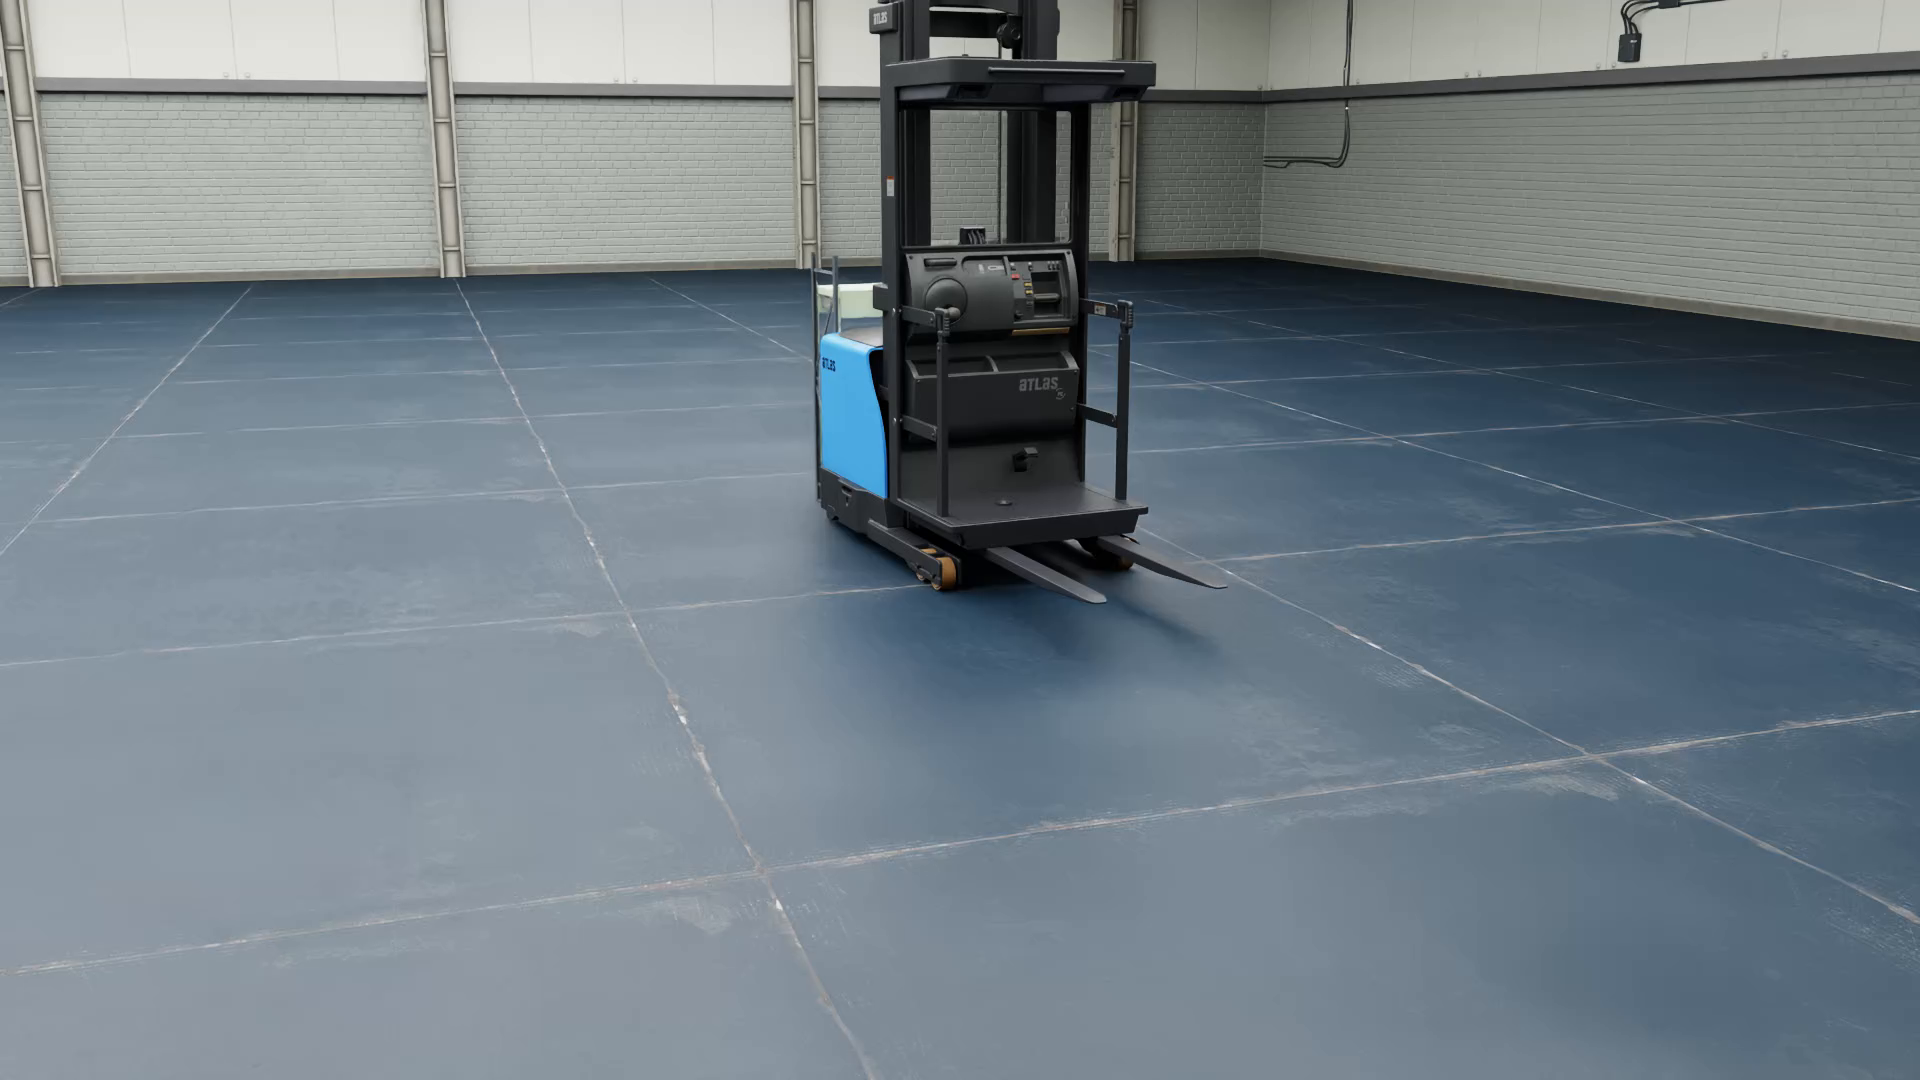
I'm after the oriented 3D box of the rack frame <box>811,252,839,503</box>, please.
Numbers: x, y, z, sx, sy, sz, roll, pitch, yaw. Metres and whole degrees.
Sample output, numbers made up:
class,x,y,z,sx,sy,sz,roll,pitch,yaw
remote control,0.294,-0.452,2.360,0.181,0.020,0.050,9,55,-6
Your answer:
class,x,y,z,sx,sy,sz,roll,pitch,yaw
rack frame,-0.789,-0.932,9.821,0.023,1.500,0.400,-6,15,-24

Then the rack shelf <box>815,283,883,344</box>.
class,x,y,z,sx,sy,sz,roll,pitch,yaw
rack shelf,-0.456,-1.347,9.880,0.720,0.370,0.431,-6,15,-24

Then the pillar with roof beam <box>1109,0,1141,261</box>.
class,x,y,z,sx,sy,sz,roll,pitch,yaw
pillar with roof beam,4.393,-8.663,26.117,0.400,9.000,9.100,-4,14,-18

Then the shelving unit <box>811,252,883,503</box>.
class,x,y,z,sx,sy,sz,roll,pitch,yaw
shelving unit,-0.456,-0.968,9.970,0.755,1.500,0.431,-6,15,-24

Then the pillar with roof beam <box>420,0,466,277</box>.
class,x,y,z,sx,sy,sz,roll,pitch,yaw
pillar with roof beam,-6.981,-7.777,22.393,0.400,9.000,9.100,-4,14,-18

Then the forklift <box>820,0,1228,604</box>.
class,x,y,z,sx,sy,sz,roll,pitch,yaw
forklift,0.258,-1.293,8.244,1.130,2.935,3.031,-6,15,-23

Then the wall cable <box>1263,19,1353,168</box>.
class,x,y,z,sx,sy,sz,roll,pitch,yaw
wall cable,6.233,-8.024,30.140,0.112,2.526,3.097,-4,14,-18

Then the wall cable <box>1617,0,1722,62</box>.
class,x,y,z,sx,sy,sz,roll,pitch,yaw
wall cable,9.246,-9.106,20.629,0.169,6.003,2.305,-4,14,-18

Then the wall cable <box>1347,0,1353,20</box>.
class,x,y,z,sx,sy,sz,roll,pitch,yaw
wall cable,7.096,-9.888,27.061,0.112,2.526,3.097,-4,14,-18

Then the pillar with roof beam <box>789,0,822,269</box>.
class,x,y,z,sx,sy,sz,roll,pitch,yaw
pillar with roof beam,-1.294,-8.220,24.255,0.400,9.000,9.100,-4,14,-18

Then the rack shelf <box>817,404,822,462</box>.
class,x,y,z,sx,sy,sz,roll,pitch,yaw
rack shelf,-0.456,-0.651,10.045,0.720,0.370,0.431,-6,15,-24

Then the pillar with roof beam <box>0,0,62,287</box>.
class,x,y,z,sx,sy,sz,roll,pitch,yaw
pillar with roof beam,-12.667,-7.335,20.532,0.400,9.000,9.100,-4,14,-18
